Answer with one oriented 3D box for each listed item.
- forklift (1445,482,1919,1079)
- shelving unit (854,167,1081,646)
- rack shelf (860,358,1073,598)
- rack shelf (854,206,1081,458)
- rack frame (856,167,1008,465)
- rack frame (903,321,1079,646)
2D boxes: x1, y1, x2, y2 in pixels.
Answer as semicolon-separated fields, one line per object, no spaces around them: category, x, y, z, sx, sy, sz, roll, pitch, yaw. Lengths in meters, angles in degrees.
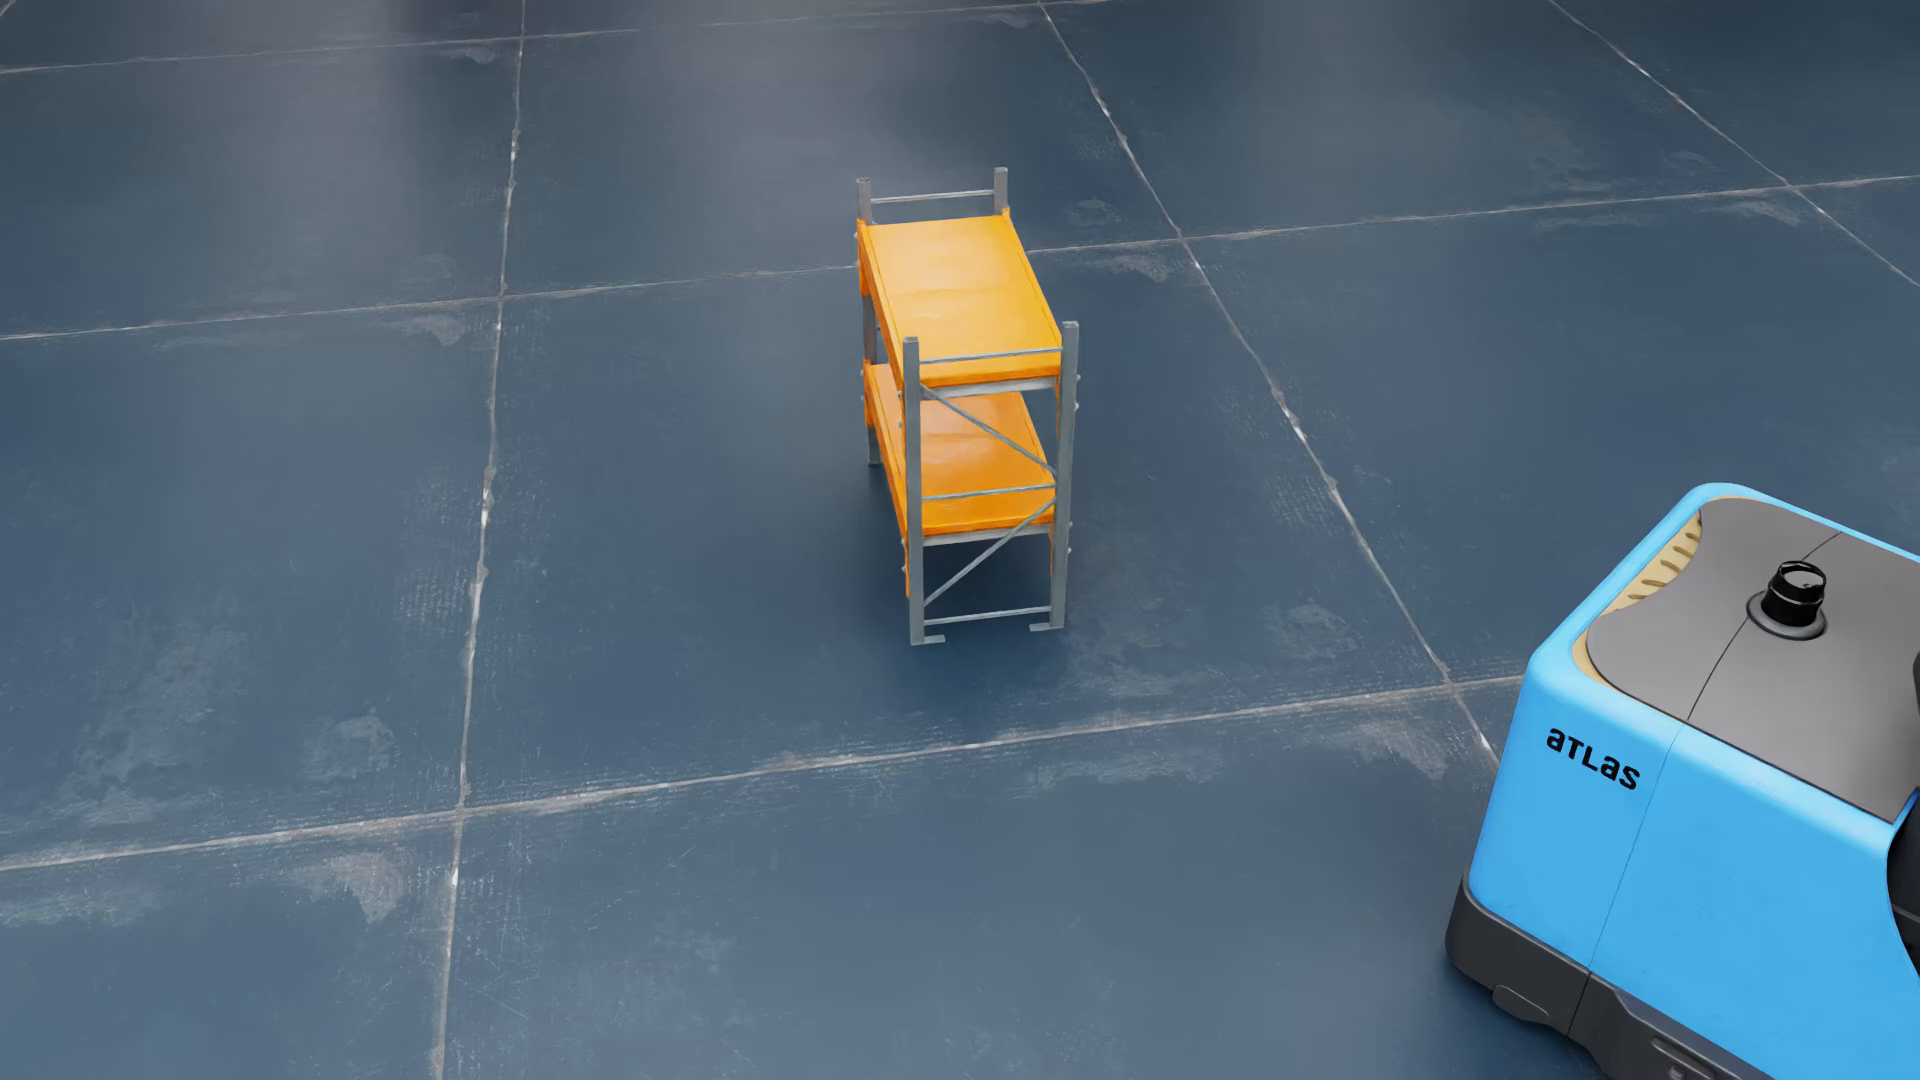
forklift;2.676;0.348;2.913;3.031;2.935;1.130;29;47;32
shelving unit;-0.001;-0.448;5.410;0.538;1.125;1.048;-6;38;-8
rack shelf;-0.001;-0.255;5.560;0.538;0.278;1.000;-6;38;-8
rack shelf;-0.001;-0.679;5.231;0.538;0.278;1.000;-6;38;-8
rack frame;-0.090;-0.755;5.805;0.500;1.125;0.032;-6;38;-8
rack frame;0.088;-0.141;5.015;0.500;1.125;0.032;-6;38;-8
